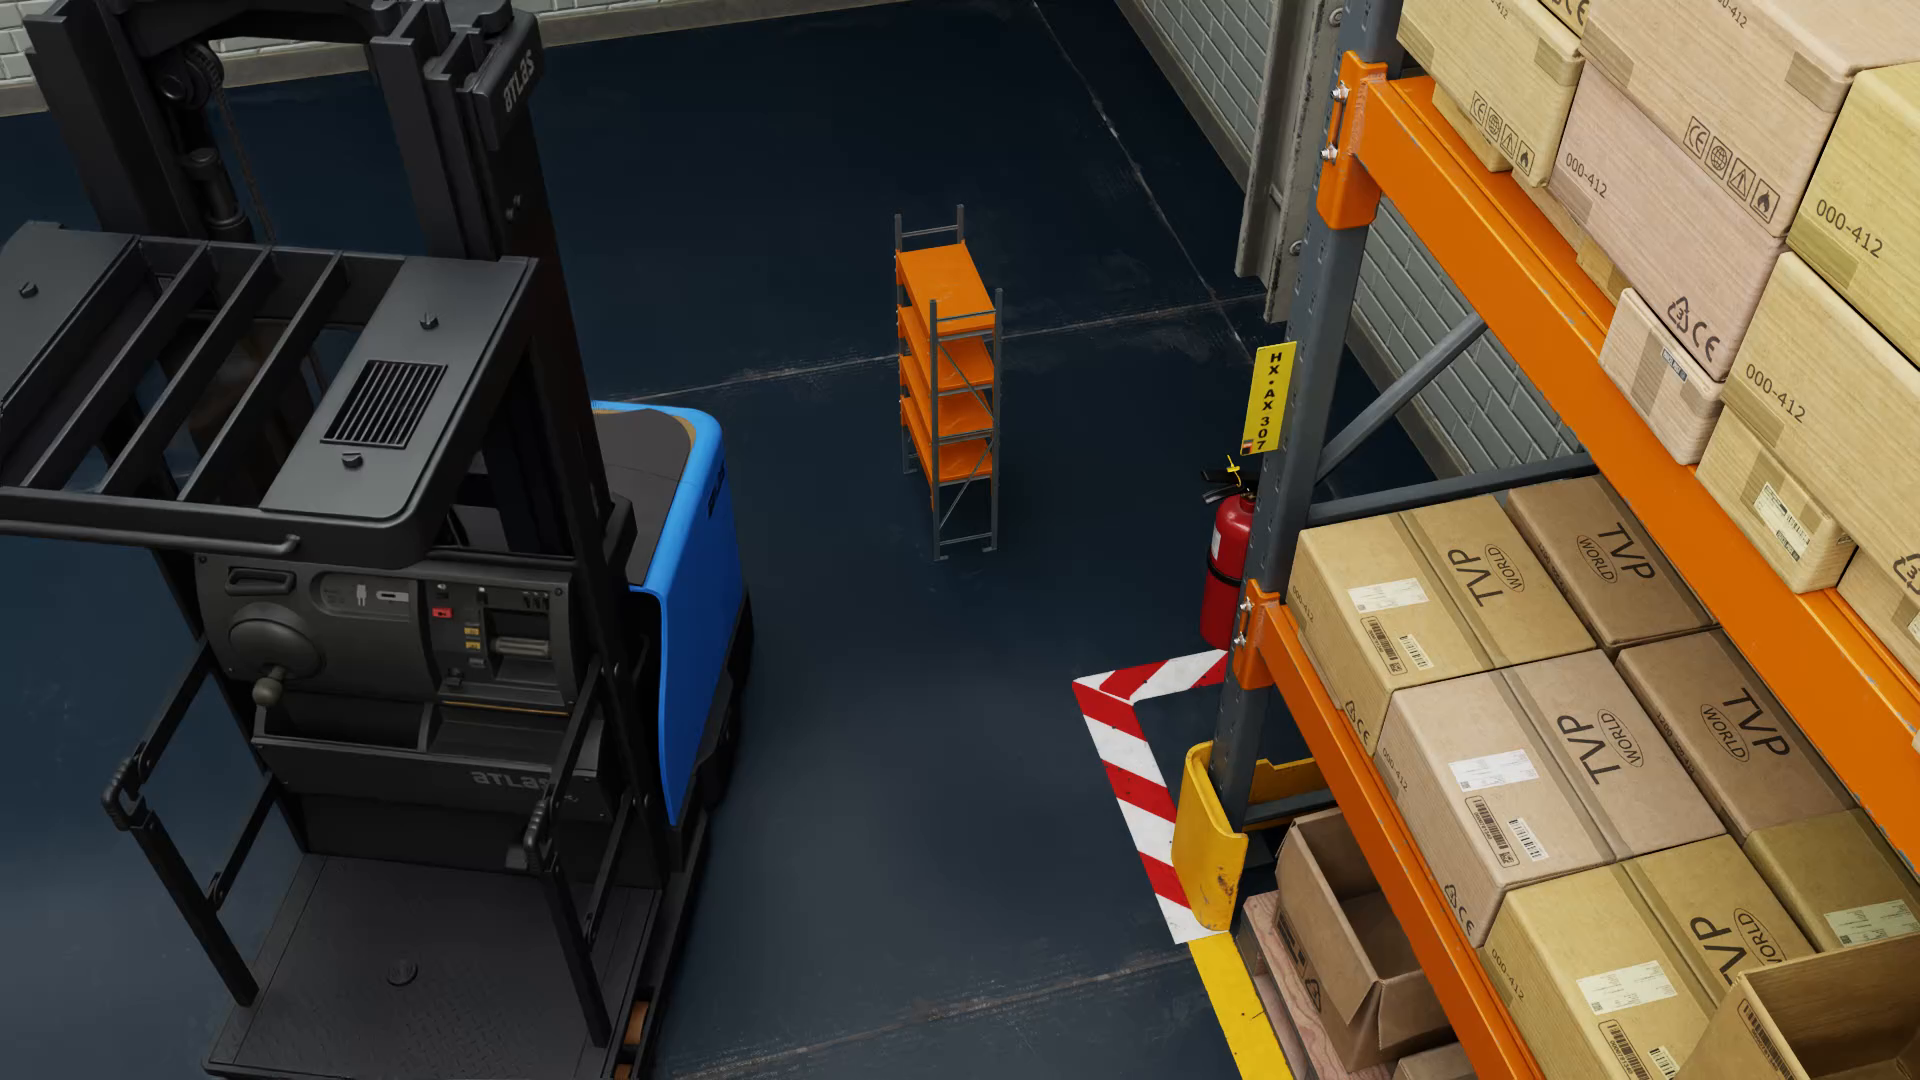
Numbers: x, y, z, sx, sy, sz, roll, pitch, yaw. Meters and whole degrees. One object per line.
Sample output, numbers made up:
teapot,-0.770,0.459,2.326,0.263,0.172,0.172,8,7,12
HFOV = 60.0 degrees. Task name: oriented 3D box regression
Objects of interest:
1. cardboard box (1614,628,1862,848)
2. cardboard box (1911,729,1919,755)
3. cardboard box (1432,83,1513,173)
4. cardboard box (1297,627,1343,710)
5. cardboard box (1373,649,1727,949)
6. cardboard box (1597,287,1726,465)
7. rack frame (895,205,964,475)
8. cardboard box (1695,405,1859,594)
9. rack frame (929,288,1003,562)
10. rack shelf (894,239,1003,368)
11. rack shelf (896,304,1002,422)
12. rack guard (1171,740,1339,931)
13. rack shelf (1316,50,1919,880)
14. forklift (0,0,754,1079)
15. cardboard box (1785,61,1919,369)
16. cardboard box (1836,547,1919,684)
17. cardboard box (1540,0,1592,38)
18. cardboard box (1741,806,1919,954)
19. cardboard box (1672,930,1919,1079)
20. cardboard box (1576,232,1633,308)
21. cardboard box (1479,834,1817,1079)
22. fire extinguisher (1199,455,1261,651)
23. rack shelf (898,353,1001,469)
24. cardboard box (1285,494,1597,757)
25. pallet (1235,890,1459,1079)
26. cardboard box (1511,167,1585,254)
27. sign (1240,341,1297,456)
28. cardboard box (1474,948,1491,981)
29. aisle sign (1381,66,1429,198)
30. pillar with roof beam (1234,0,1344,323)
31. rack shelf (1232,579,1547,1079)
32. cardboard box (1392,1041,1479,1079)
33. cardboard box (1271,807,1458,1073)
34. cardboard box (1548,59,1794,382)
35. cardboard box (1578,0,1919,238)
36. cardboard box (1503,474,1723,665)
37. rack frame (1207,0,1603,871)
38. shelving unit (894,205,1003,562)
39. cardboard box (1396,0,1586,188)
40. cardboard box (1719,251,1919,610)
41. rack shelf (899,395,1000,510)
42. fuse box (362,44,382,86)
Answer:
cardboard box,1.748,0.452,3.604,0.500,0.250,0.500,-11,47,-10
cardboard box,1.398,0.255,1.976,0.380,0.149,0.250,-11,47,-10
cardboard box,1.099,-0.821,3.030,0.380,0.149,0.250,-10,46,-9
cardboard box,1.061,0.243,4.087,0.380,0.149,0.250,-11,47,-11
cardboard box,1.228,0.537,3.520,0.500,0.250,0.500,-10,46,-10
cardboard box,1.205,-0.274,2.494,0.380,0.149,0.250,-10,46,-9
rack frame,-0.105,-0.703,6.099,0.240,1.200,0.015,-11,47,-10
cardboard box,1.279,-0.094,2.318,0.380,0.149,0.250,-11,47,-10
rack frame,0.020,-0.366,5.768,0.240,1.200,0.015,-11,47,-10
rack shelf,-0.042,-0.809,5.653,0.258,0.148,0.480,-11,47,-10
rack shelf,-0.042,-0.644,5.822,0.258,0.148,0.480,-11,47,-10
rack guard,1.262,0.806,5.111,1.175,0.500,0.348,-11,47,-10
rack shelf,1.755,0.461,2.102,1.077,0.370,4.000,-11,47,-10
forklift,-1.413,0.326,3.878,1.130,2.935,3.031,5,46,5
cardboard box,1.367,-0.347,1.936,0.500,0.250,0.500,-11,47,-11
cardboard box,1.402,0.065,2.162,0.380,0.149,0.250,-11,47,-11
cardboard box,1.113,-1.046,2.621,0.500,0.250,0.500,-11,47,-11
cardboard box,1.870,0.795,3.268,0.500,0.250,0.500,-9,46,-9
cardboard box,1.483,0.962,2.579,0.500,0.500,0.500,-10,46,-9
cardboard box,1.241,-0.465,2.681,0.380,0.149,0.250,-11,47,-10
cardboard box,1.361,0.886,3.178,0.500,0.250,0.500,-12,47,-11
fire extinguisher,0.758,0.019,4.447,0.296,0.674,0.183,-11,47,-10
rack shelf,-0.042,-0.487,5.982,0.258,0.148,0.480,-11,47,-10
cardboard box,1.098,0.189,3.861,0.500,0.250,0.500,-10,47,-10
pallet,1.467,1.457,4.675,1.003,0.211,1.213,-11,47,-10
cardboard box,1.192,-0.645,2.858,0.380,0.149,0.250,-10,46,-10
sign,0.718,-0.326,3.863,0.100,0.325,0.005,-11,47,-10
cardboard box,1.278,0.771,3.570,0.380,0.149,0.250,-9,46,-9
aisle sign,0.941,-1.025,3.334,0.394,0.787,0.004,-11,47,-10
pillar with roof beam,-2.738,-3.461,3.341,9.100,9.000,0.400,-11,47,-10
rack shelf,1.755,1.511,3.173,1.077,0.370,4.000,-11,47,-10
cardboard box,1.379,1.469,4.412,0.380,0.149,0.250,-12,47,-12
cardboard box,1.308,1.045,4.580,0.797,0.503,0.637,-12,47,-12
cardboard box,1.242,-0.520,2.456,0.500,0.250,0.500,-10,46,-10
cardboard box,1.225,-0.691,2.274,0.500,0.250,0.500,-11,47,-11
cardboard box,1.617,0.096,3.953,0.500,0.250,0.500,-9,46,-9
rack frame,1.243,-0.122,4.269,1.000,3.000,0.127,-11,47,-10
shelving unit,-0.042,-0.534,5.933,0.258,1.200,0.503,-11,47,-10
cardboard box,1.092,-0.867,2.796,0.500,0.250,0.500,-11,47,-11
cardboard box,1.361,-0.164,2.107,0.500,0.250,0.500,-12,47,-12
rack shelf,-0.042,-0.348,6.123,0.258,0.148,0.480,-11,47,-10
fuse box,-2.953,-2.933,7.926,0.539,1.711,0.414,-11,47,-10
